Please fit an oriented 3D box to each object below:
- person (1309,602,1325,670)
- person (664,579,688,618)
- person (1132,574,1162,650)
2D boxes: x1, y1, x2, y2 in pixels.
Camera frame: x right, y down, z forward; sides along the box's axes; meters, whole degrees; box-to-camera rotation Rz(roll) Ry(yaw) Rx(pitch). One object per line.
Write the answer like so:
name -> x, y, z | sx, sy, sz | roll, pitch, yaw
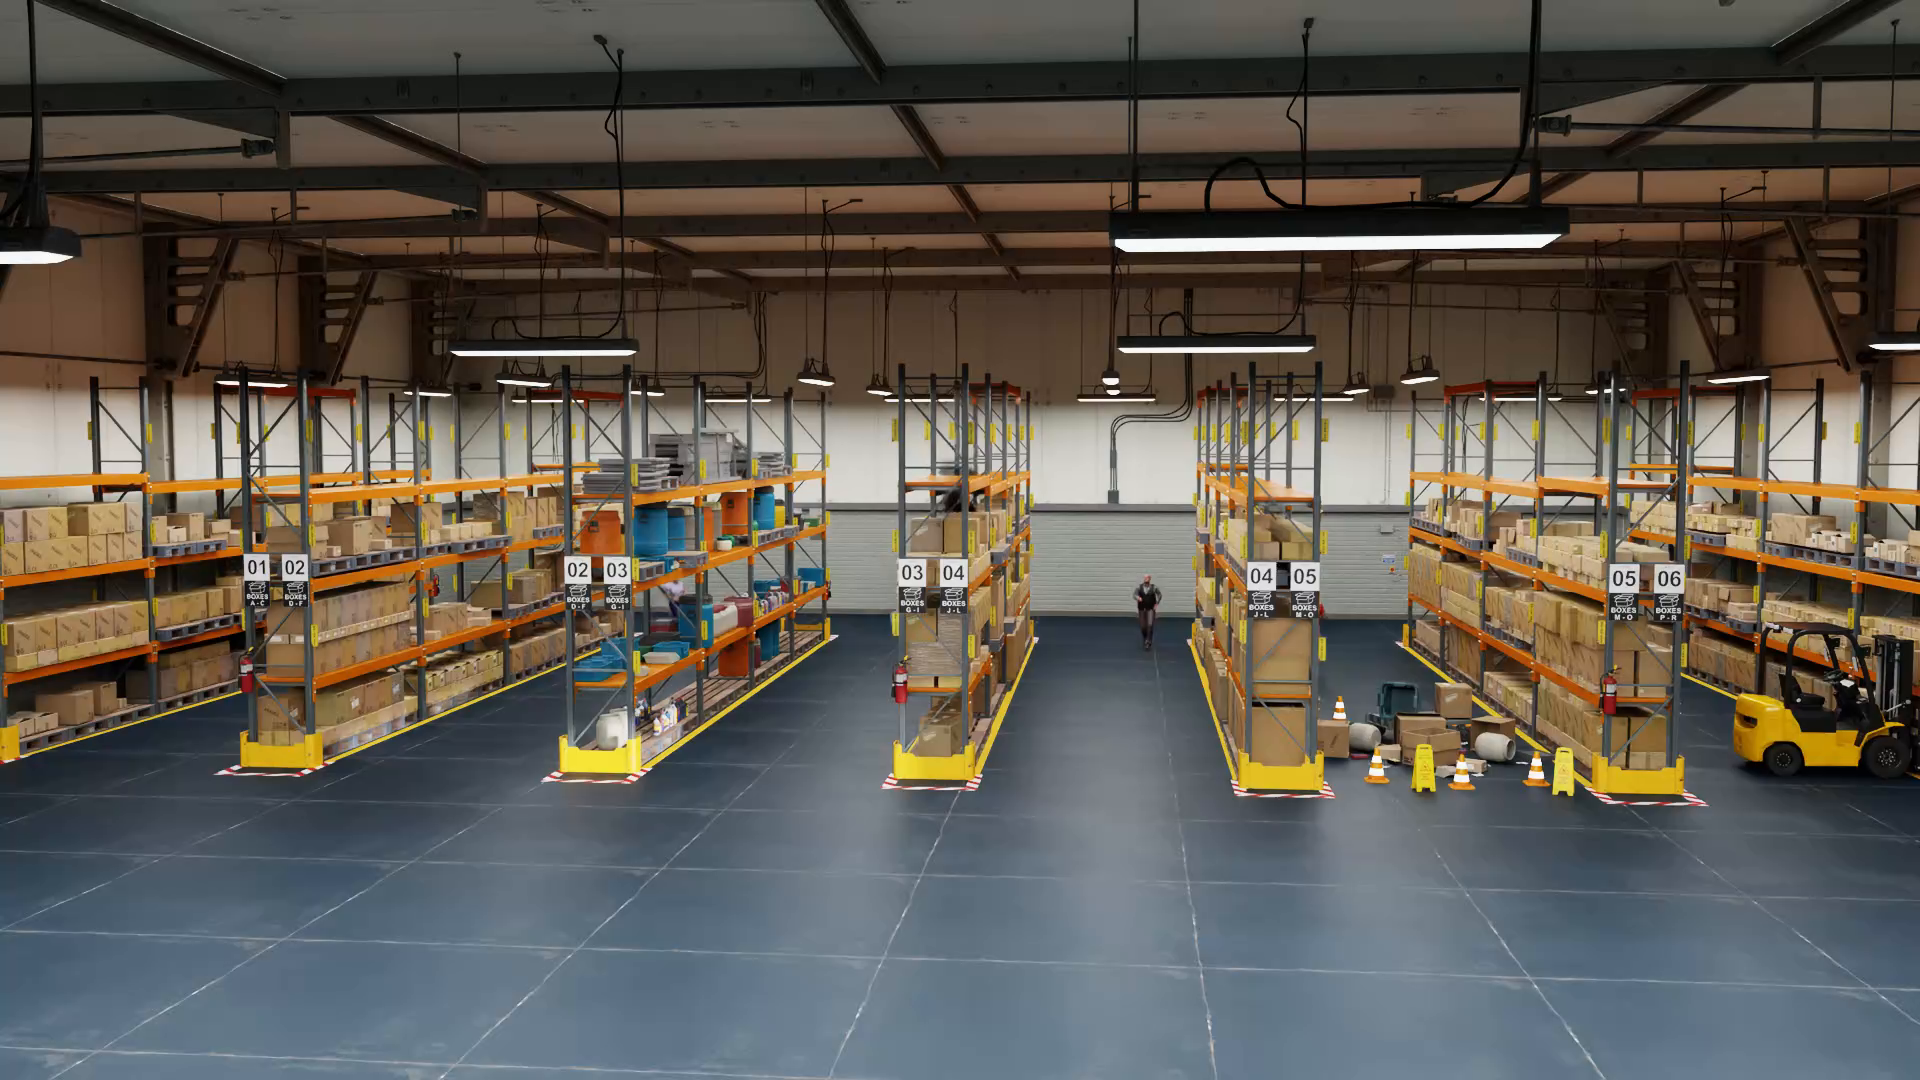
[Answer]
person -> 7.368, 1.943, 35.113 | 0.646, 1.691, 0.753 | 0, 4, 1
person -> -6.996, 1.595, 40.952 | 0.641, 1.595, 0.614 | -3, 5, -39
person -> 4.333, 1.649, 38.641 | 0.679, 1.736, 0.872 | 1, 4, 15
